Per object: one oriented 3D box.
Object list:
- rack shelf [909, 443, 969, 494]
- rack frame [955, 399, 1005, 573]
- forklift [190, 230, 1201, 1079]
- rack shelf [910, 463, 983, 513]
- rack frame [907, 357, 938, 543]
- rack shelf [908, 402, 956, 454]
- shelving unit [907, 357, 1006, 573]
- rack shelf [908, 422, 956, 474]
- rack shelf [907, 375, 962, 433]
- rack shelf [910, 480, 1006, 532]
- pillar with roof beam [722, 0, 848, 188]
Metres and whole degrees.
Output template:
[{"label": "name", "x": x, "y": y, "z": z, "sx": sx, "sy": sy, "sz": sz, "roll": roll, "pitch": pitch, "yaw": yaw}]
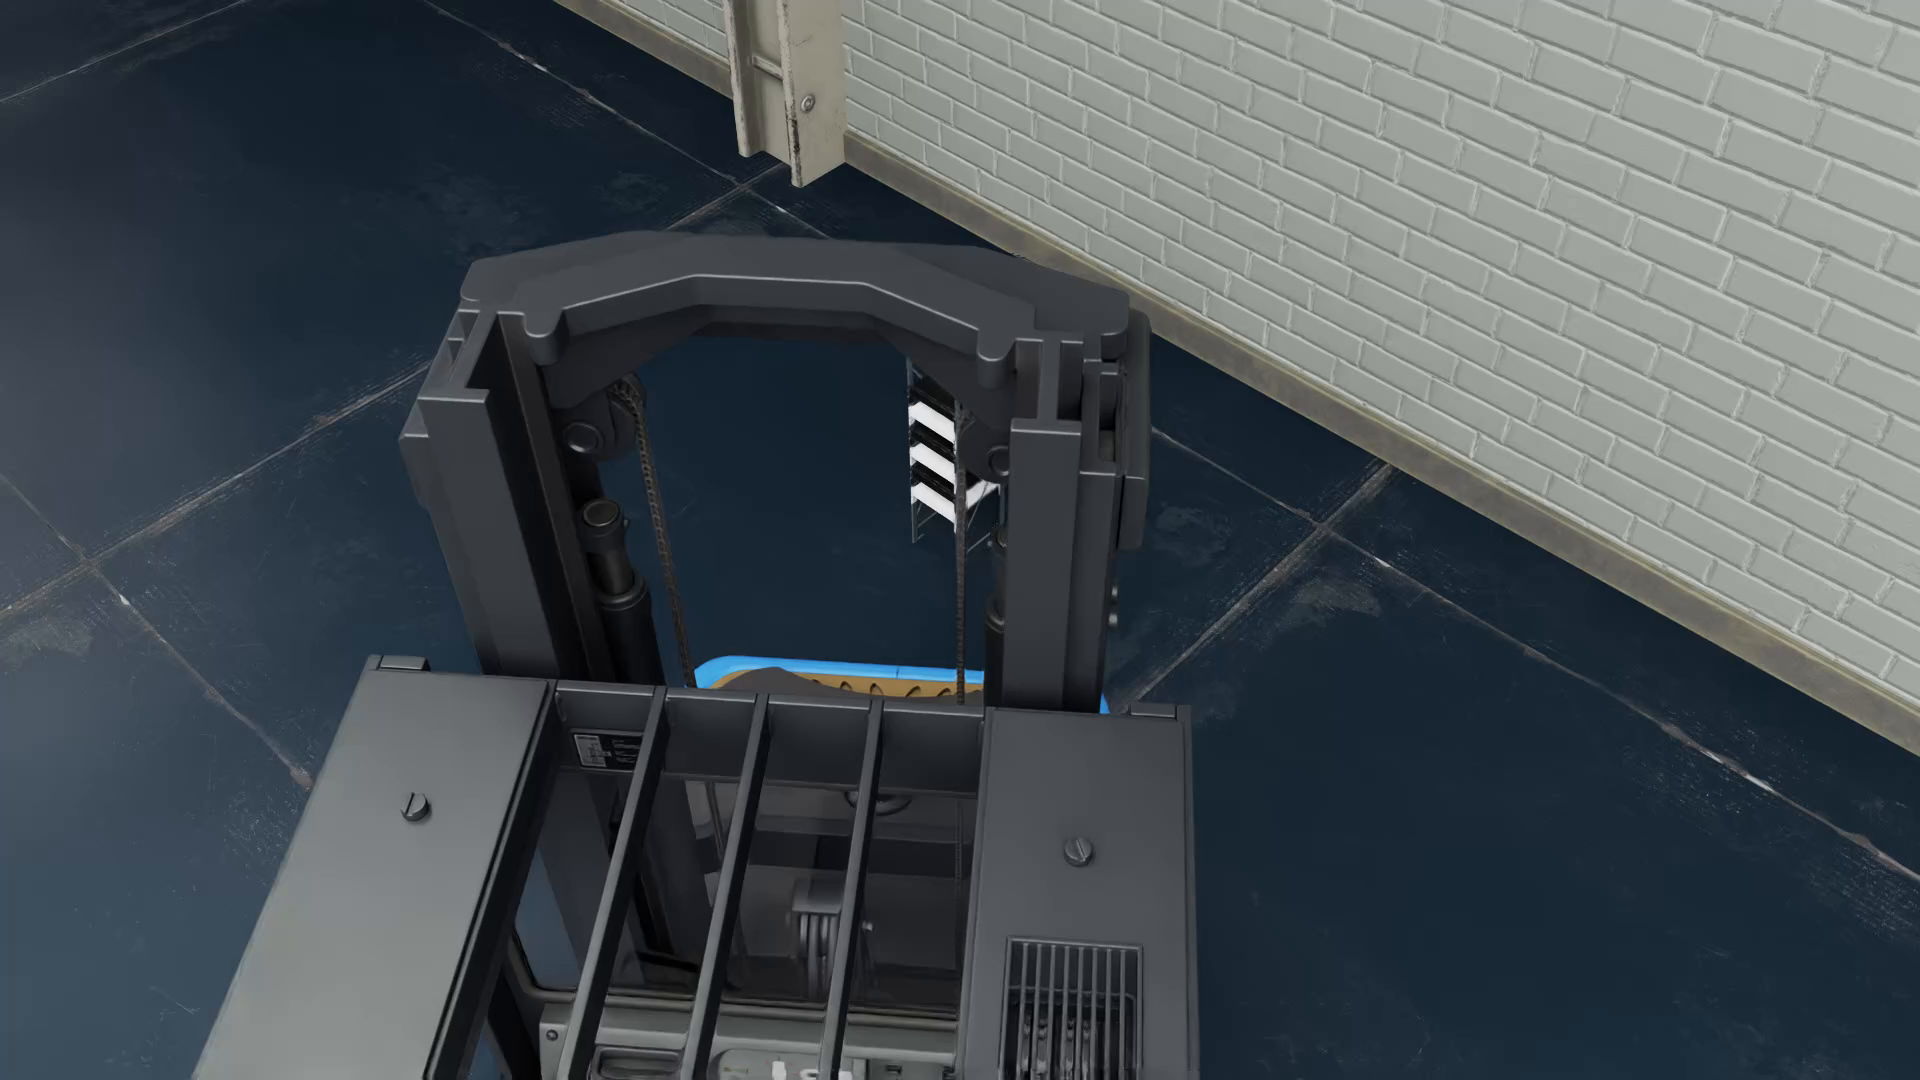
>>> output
[{"label": "rack shelf", "x": -0.006, "y": -0.289, "z": 5.450, "sx": 0.200, "sy": 0.077, "sz": 0.258, "roll": 34, "pitch": 55, "yaw": 28}, {"label": "rack frame", "x": 0.069, "y": -0.262, "z": 5.379, "sx": 0.006, "sy": 0.900, "sz": 0.240, "roll": 34, "pitch": 55, "yaw": 28}, {"label": "forklift", "x": -0.266, "y": 1.106, "z": 2.701, "sx": 1.130, "sy": 2.935, "sz": 3.031, "roll": 3, "pitch": 47, "yaw": 3}, {"label": "rack shelf", "x": -0.006, "y": -0.228, "z": 5.516, "sx": 0.200, "sy": 0.077, "sz": 0.258, "roll": 34, "pitch": 55, "yaw": 28}, {"label": "rack frame", "x": -0.081, "y": -0.362, "z": 5.473, "sx": 0.006, "sy": 0.900, "sz": 0.240, "roll": 34, "pitch": 55, "yaw": 28}, {"label": "rack shelf", "x": -0.006, "y": -0.412, "z": 5.319, "sx": 0.200, "sy": 0.077, "sz": 0.258, "roll": 34, "pitch": 55, "yaw": 28}, {"label": "shelving unit", "x": -0.006, "y": -0.312, "z": 5.426, "sx": 0.210, "sy": 0.900, "sz": 0.258, "roll": 34, "pitch": 55, "yaw": 28}, {"label": "rack shelf", "x": -0.006, "y": -0.351, "z": 5.384, "sx": 0.200, "sy": 0.077, "sz": 0.258, "roll": 34, "pitch": 55, "yaw": 28}, {"label": "rack shelf", "x": -0.006, "y": -0.474, "z": 5.253, "sx": 0.200, "sy": 0.077, "sz": 0.258, "roll": 34, "pitch": 55, "yaw": 28}, {"label": "rack shelf", "x": -0.006, "y": -0.166, "z": 5.581, "sx": 0.200, "sy": 0.077, "sz": 0.258, "roll": 34, "pitch": 55, "yaw": 28}, {"label": "pillar with roof beam", "x": -3.652, "y": -2.472, "z": 1.898, "sx": 0.400, "sy": 9.000, "sz": 9.100, "roll": 34, "pitch": 55, "yaw": 28}]
